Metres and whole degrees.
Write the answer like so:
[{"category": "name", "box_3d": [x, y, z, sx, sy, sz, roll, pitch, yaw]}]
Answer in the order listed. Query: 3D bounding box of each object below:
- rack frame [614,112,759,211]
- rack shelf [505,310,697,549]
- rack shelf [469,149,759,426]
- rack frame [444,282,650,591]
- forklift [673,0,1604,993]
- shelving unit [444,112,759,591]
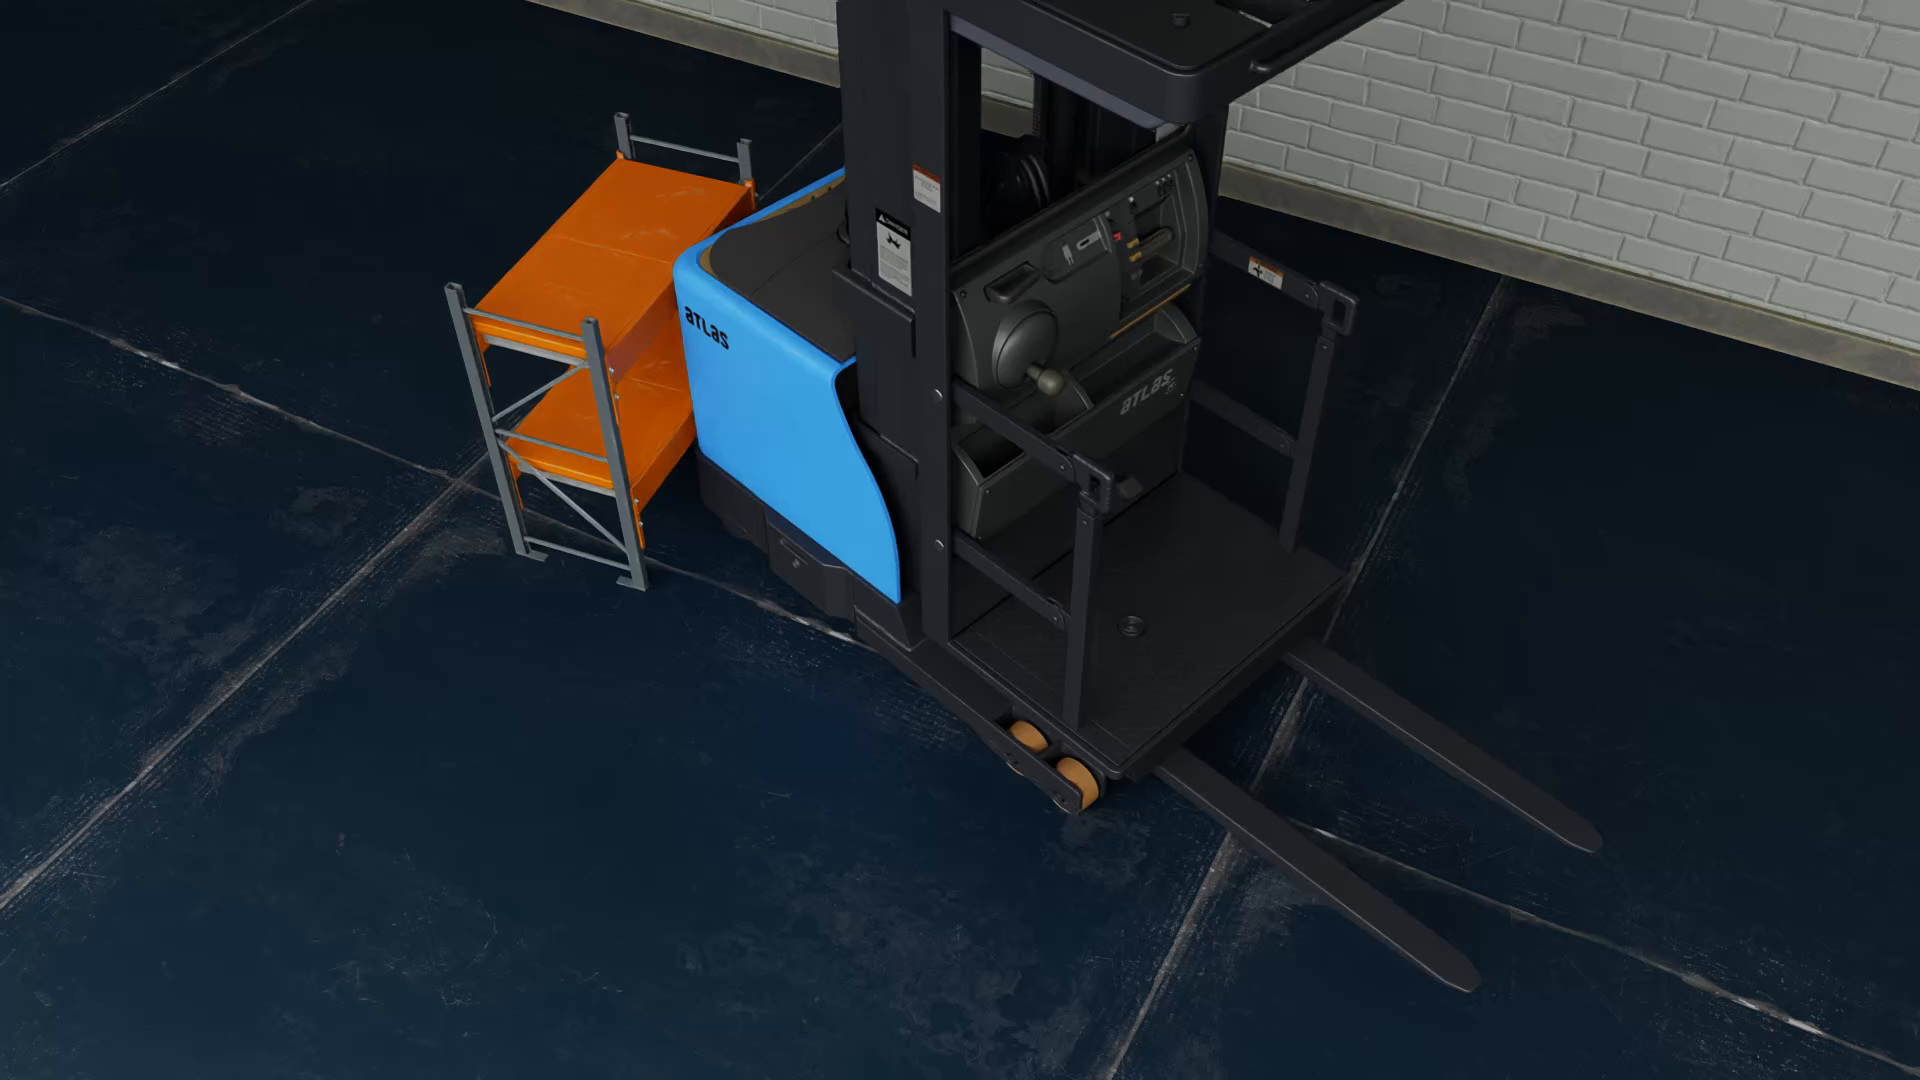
[{"category": "rack frame", "box_3d": [-0.922, -0.972, 5.920, 0.500, 1.125, 0.032, 15, 47, 15]}, {"category": "rack shelf", "box_3d": [-1.103, -0.462, 5.760, 0.538, 0.278, 1.000, 15, 47, 15]}, {"category": "rack shelf", "box_3d": [-1.103, -0.840, 5.378, 0.538, 0.278, 1.000, 15, 47, 15]}, {"category": "rack frame", "box_3d": [-1.284, -0.296, 5.252, 0.500, 1.125, 0.032, 15, 47, 15]}, {"category": "forklift", "box_3d": [0.489, -0.640, 4.321, 1.130, 2.935, 3.031, -35, 55, -30]}, {"category": "shelving unit", "box_3d": [-1.103, -0.634, 5.586, 0.538, 1.125, 1.048, 15, 47, 15]}]
